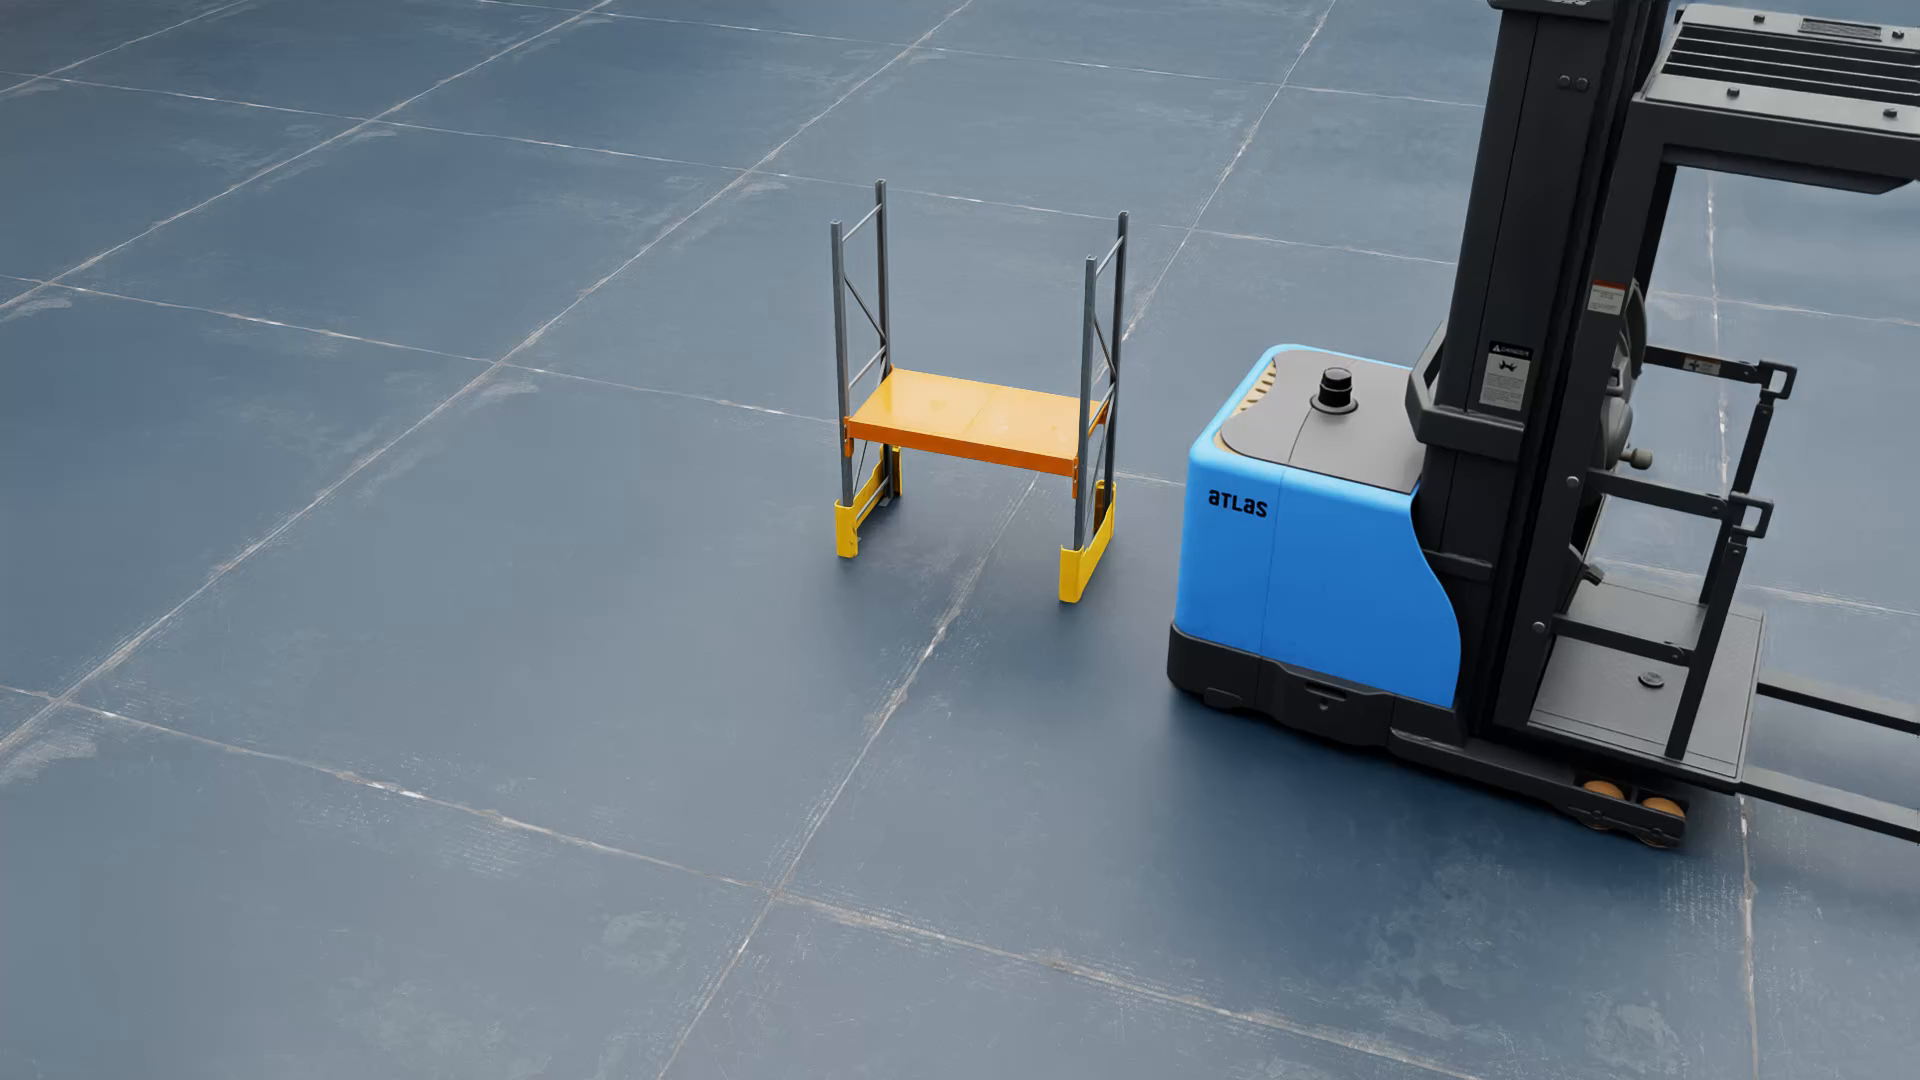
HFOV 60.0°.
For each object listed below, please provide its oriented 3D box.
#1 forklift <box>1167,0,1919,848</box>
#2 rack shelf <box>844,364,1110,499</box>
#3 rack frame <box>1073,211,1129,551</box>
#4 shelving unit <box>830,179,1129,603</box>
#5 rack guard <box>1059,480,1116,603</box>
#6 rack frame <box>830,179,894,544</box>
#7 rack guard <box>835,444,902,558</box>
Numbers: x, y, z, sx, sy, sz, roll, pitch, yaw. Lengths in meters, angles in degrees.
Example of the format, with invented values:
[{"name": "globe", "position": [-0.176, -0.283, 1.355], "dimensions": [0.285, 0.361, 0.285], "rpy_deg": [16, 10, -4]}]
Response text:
[{"name": "forklift", "position": [2.339, -0.520, 5.354], "dimensions": [3.031, 2.935, 1.130], "rpy_deg": [15, 36, 22]}, {"name": "rack shelf", "position": [0.080, -0.463, 6.917], "dimensions": [1.000, 0.185, 0.538], "rpy_deg": [11, 34, 16]}, {"name": "rack frame", "position": [0.559, -0.521, 6.675], "dimensions": [0.032, 1.500, 0.500], "rpy_deg": [11, 34, 16]}, {"name": "shelving unit", "position": [0.072, -0.616, 6.822], "dimensions": [1.083, 1.500, 0.587], "rpy_deg": [11, 34, 16]}, {"name": "rack guard", "position": [0.541, 0.000, 7.019], "dimensions": [0.087, 0.250, 0.587], "rpy_deg": [11, 34, 16]}, {"name": "rack frame", "position": [-0.398, -0.708, 6.963], "dimensions": [0.032, 1.500, 0.500], "rpy_deg": [11, 34, 16]}, {"name": "rack guard", "position": [-0.397, -0.182, 7.302], "dimensions": [0.087, 0.250, 0.587], "rpy_deg": [11, 34, 16]}]
